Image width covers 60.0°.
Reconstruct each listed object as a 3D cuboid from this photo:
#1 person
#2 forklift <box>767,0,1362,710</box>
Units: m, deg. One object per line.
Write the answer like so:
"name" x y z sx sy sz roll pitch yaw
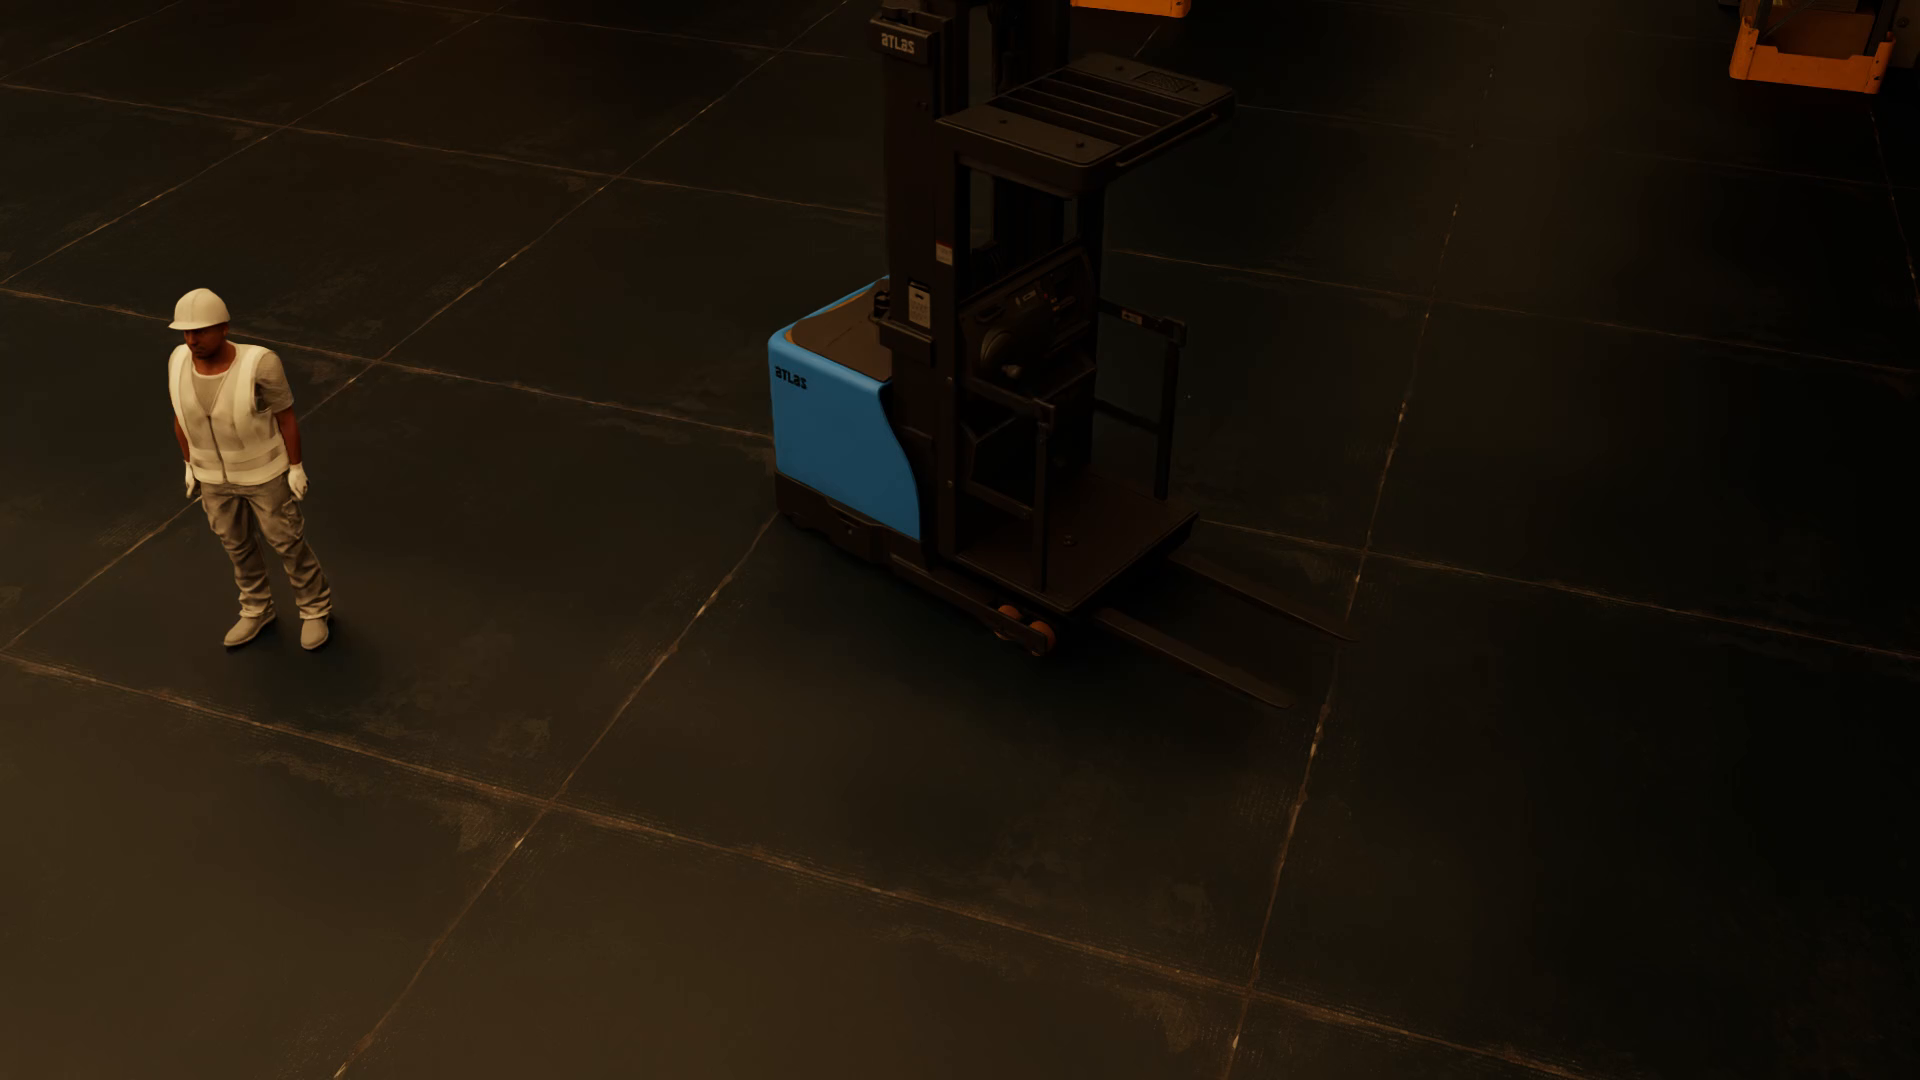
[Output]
"person" -3.250 -0.301 7.528 0.568 1.788 0.377 2 35 3
"forklift" 0.480 -0.991 7.509 3.031 2.935 1.130 26 43 32
